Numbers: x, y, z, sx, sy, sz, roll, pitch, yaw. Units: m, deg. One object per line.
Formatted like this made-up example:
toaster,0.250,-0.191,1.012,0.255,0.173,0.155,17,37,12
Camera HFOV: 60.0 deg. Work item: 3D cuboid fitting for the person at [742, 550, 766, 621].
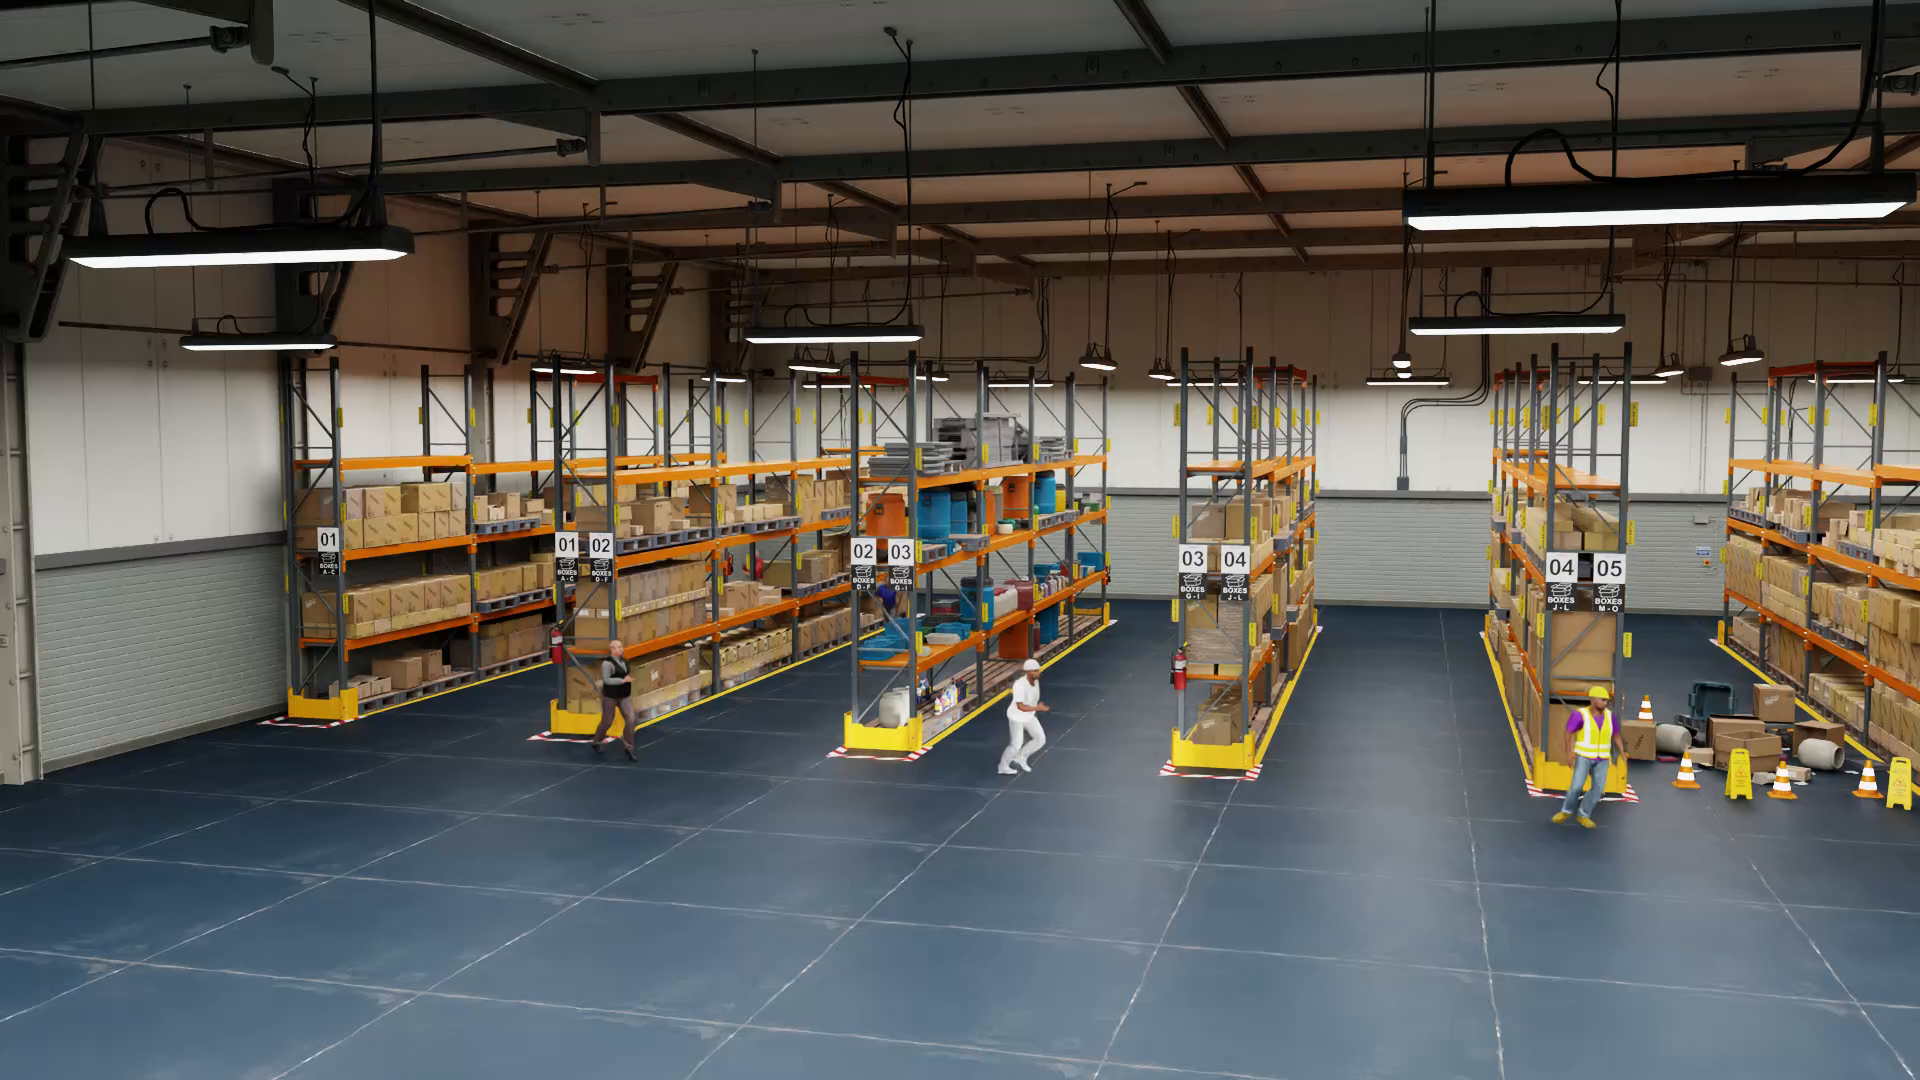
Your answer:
person,-5.070,1.127,41.272,0.645,1.784,0.775,0,4,2

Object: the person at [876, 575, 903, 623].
person,-1.535,1.549,36.582,0.599,1.618,0.959,0,4,3

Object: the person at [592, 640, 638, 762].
person,-5.057,2.347,24.354,0.868,1.776,0.601,3,5,37

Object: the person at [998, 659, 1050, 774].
person,0.917,2.468,23.142,0.894,1.657,0.712,3,5,37

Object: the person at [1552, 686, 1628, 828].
person,7.675,2.658,20.256,0.787,1.752,0.585,-1,4,-8
